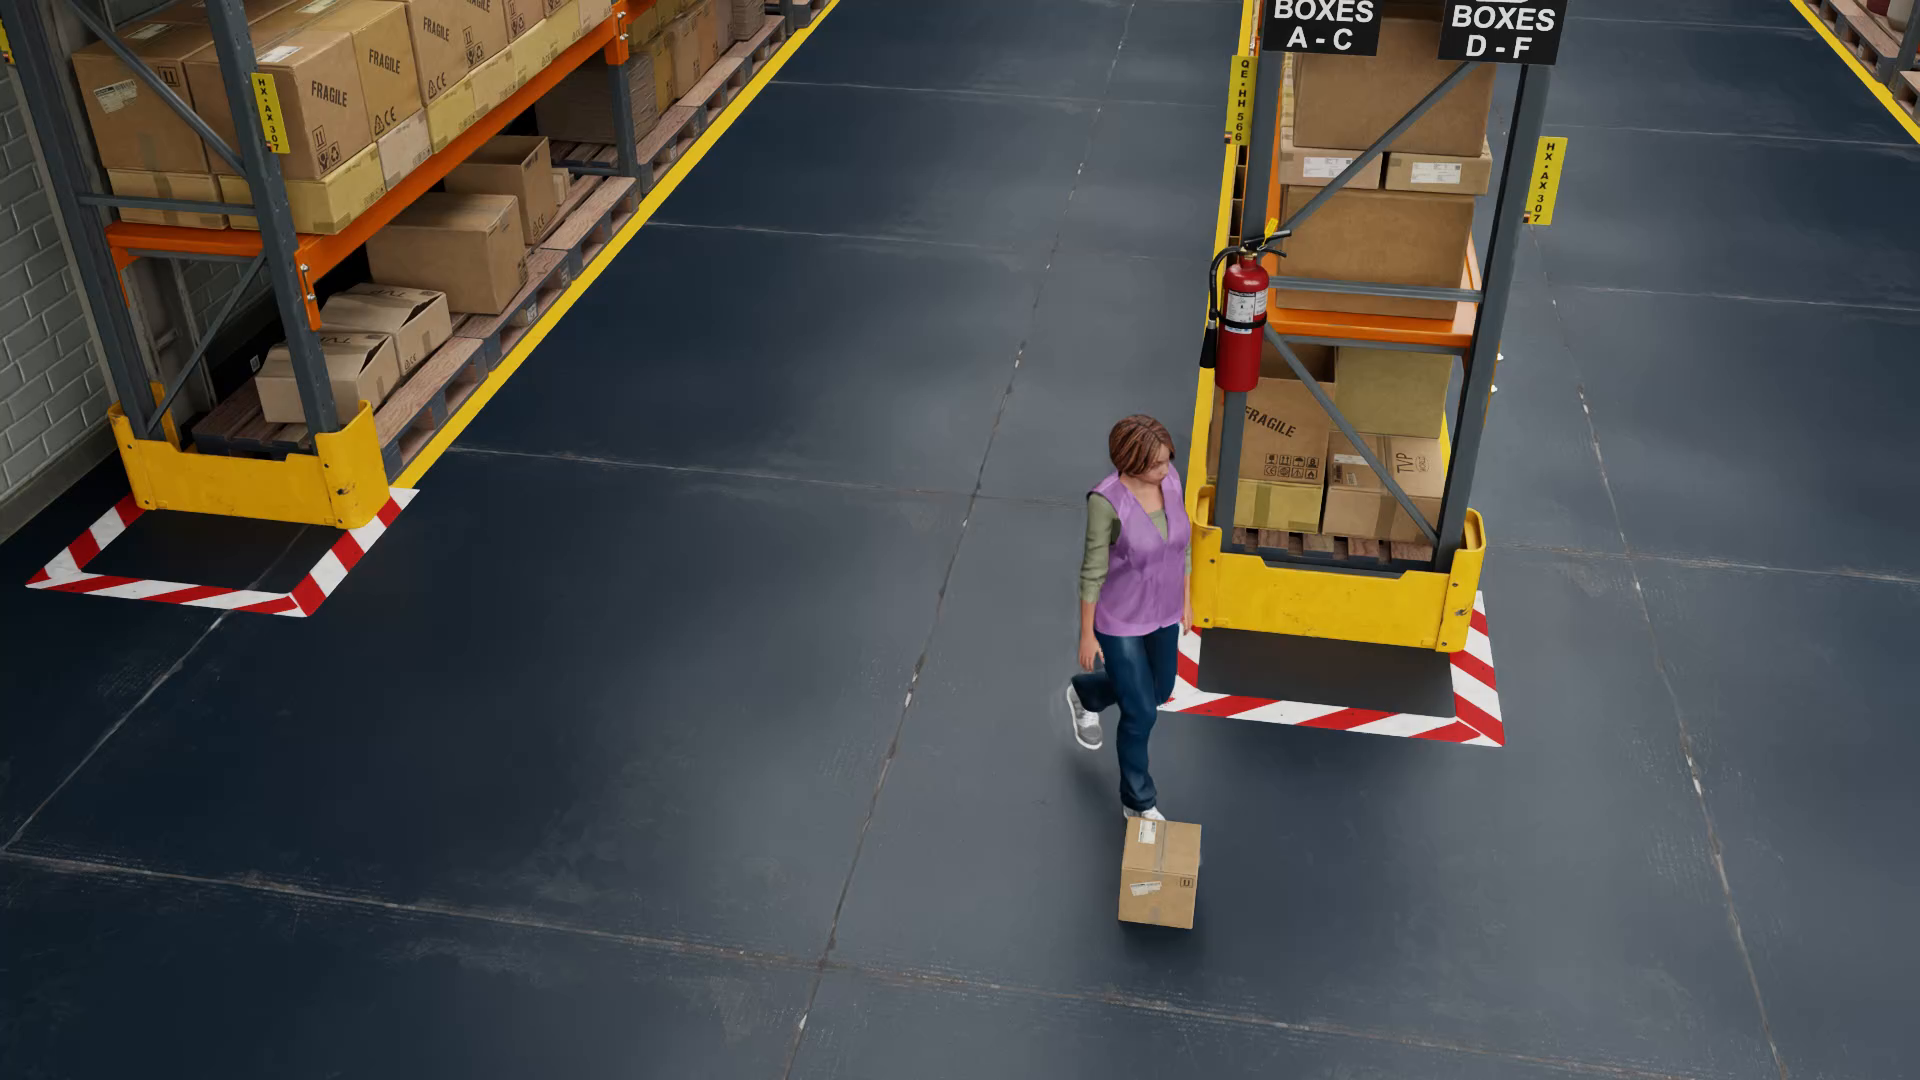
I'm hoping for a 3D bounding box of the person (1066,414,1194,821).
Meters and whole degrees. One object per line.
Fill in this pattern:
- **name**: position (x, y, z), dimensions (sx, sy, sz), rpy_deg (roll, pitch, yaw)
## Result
- **person**: position (0.595, 0.258, 5.743), dimensions (0.456, 1.576, 0.736), rpy_deg (-24, 40, -32)
